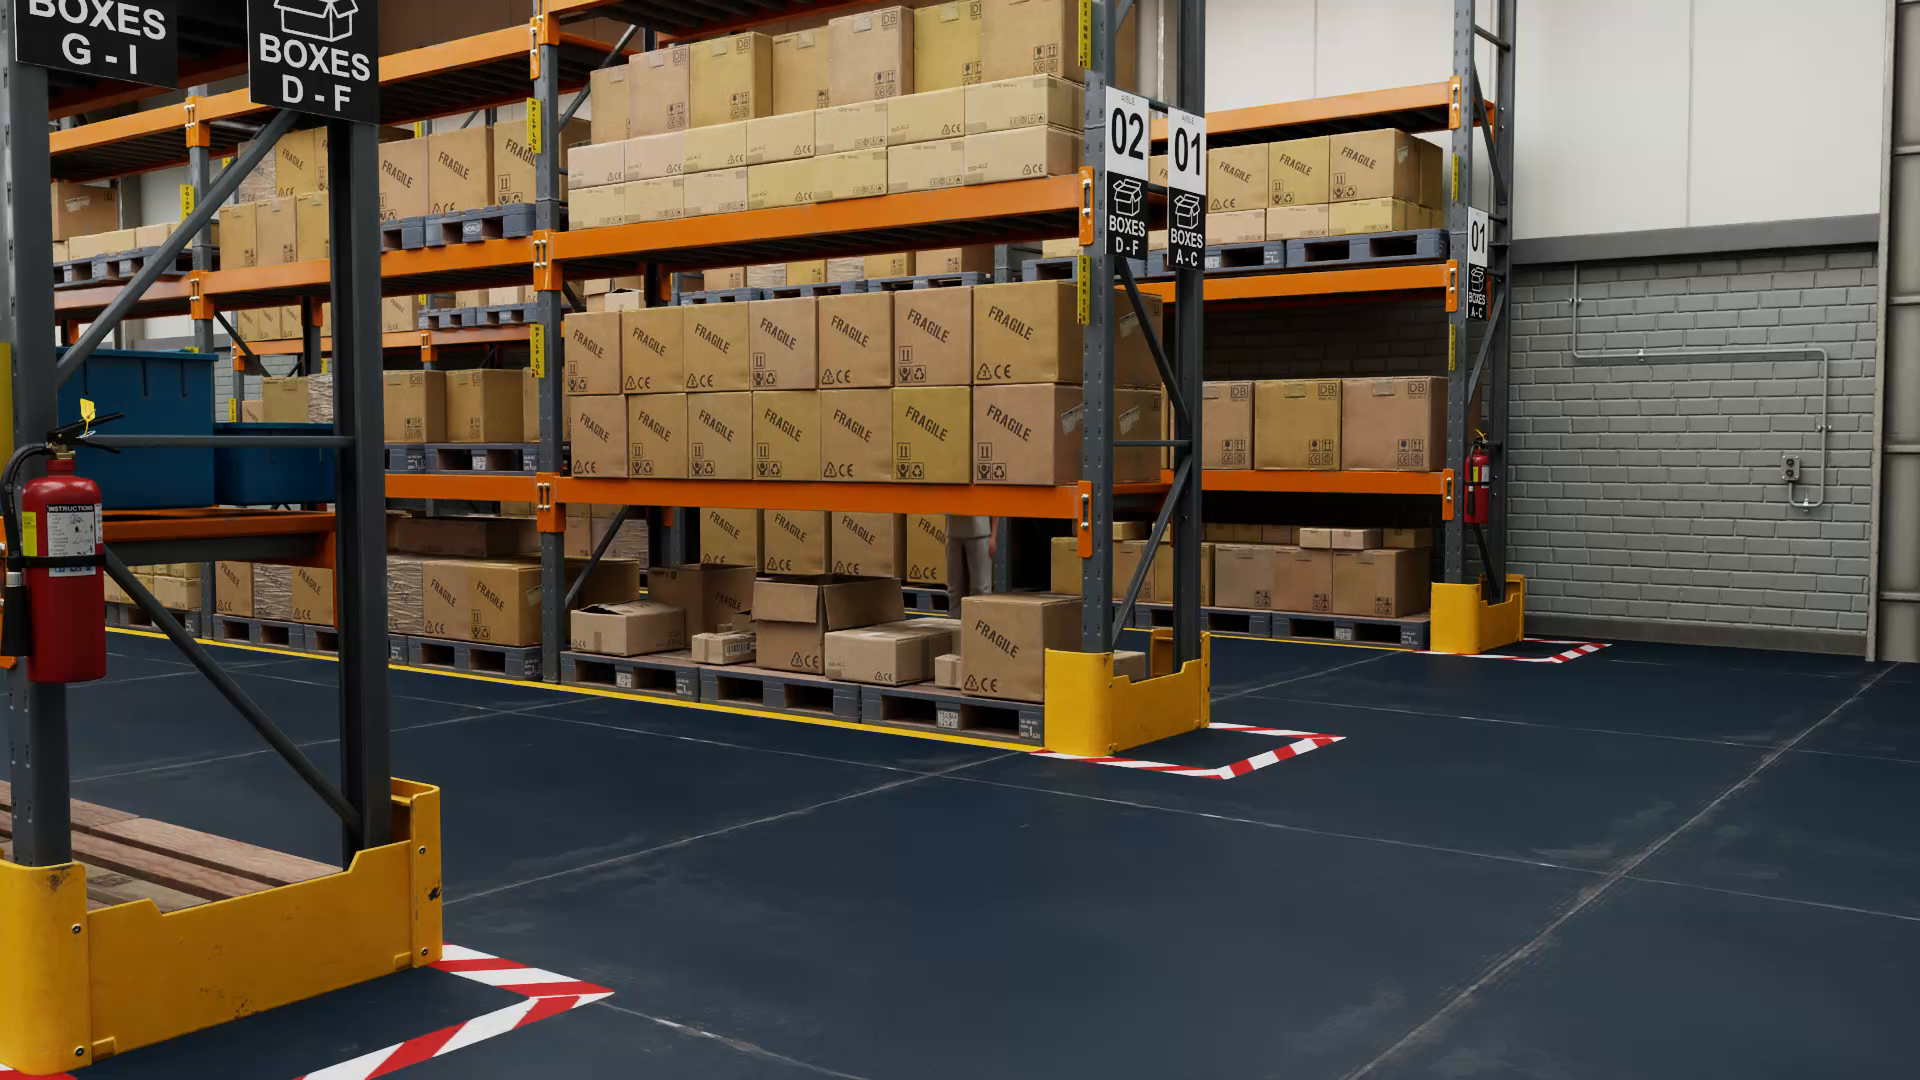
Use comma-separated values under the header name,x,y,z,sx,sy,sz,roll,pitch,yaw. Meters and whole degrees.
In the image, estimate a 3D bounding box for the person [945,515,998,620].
name,x,y,z,sx,sy,sz,roll,pitch,yaw
person,0.060,-0.004,11.548,0.442,1.684,0.415,2,4,37
